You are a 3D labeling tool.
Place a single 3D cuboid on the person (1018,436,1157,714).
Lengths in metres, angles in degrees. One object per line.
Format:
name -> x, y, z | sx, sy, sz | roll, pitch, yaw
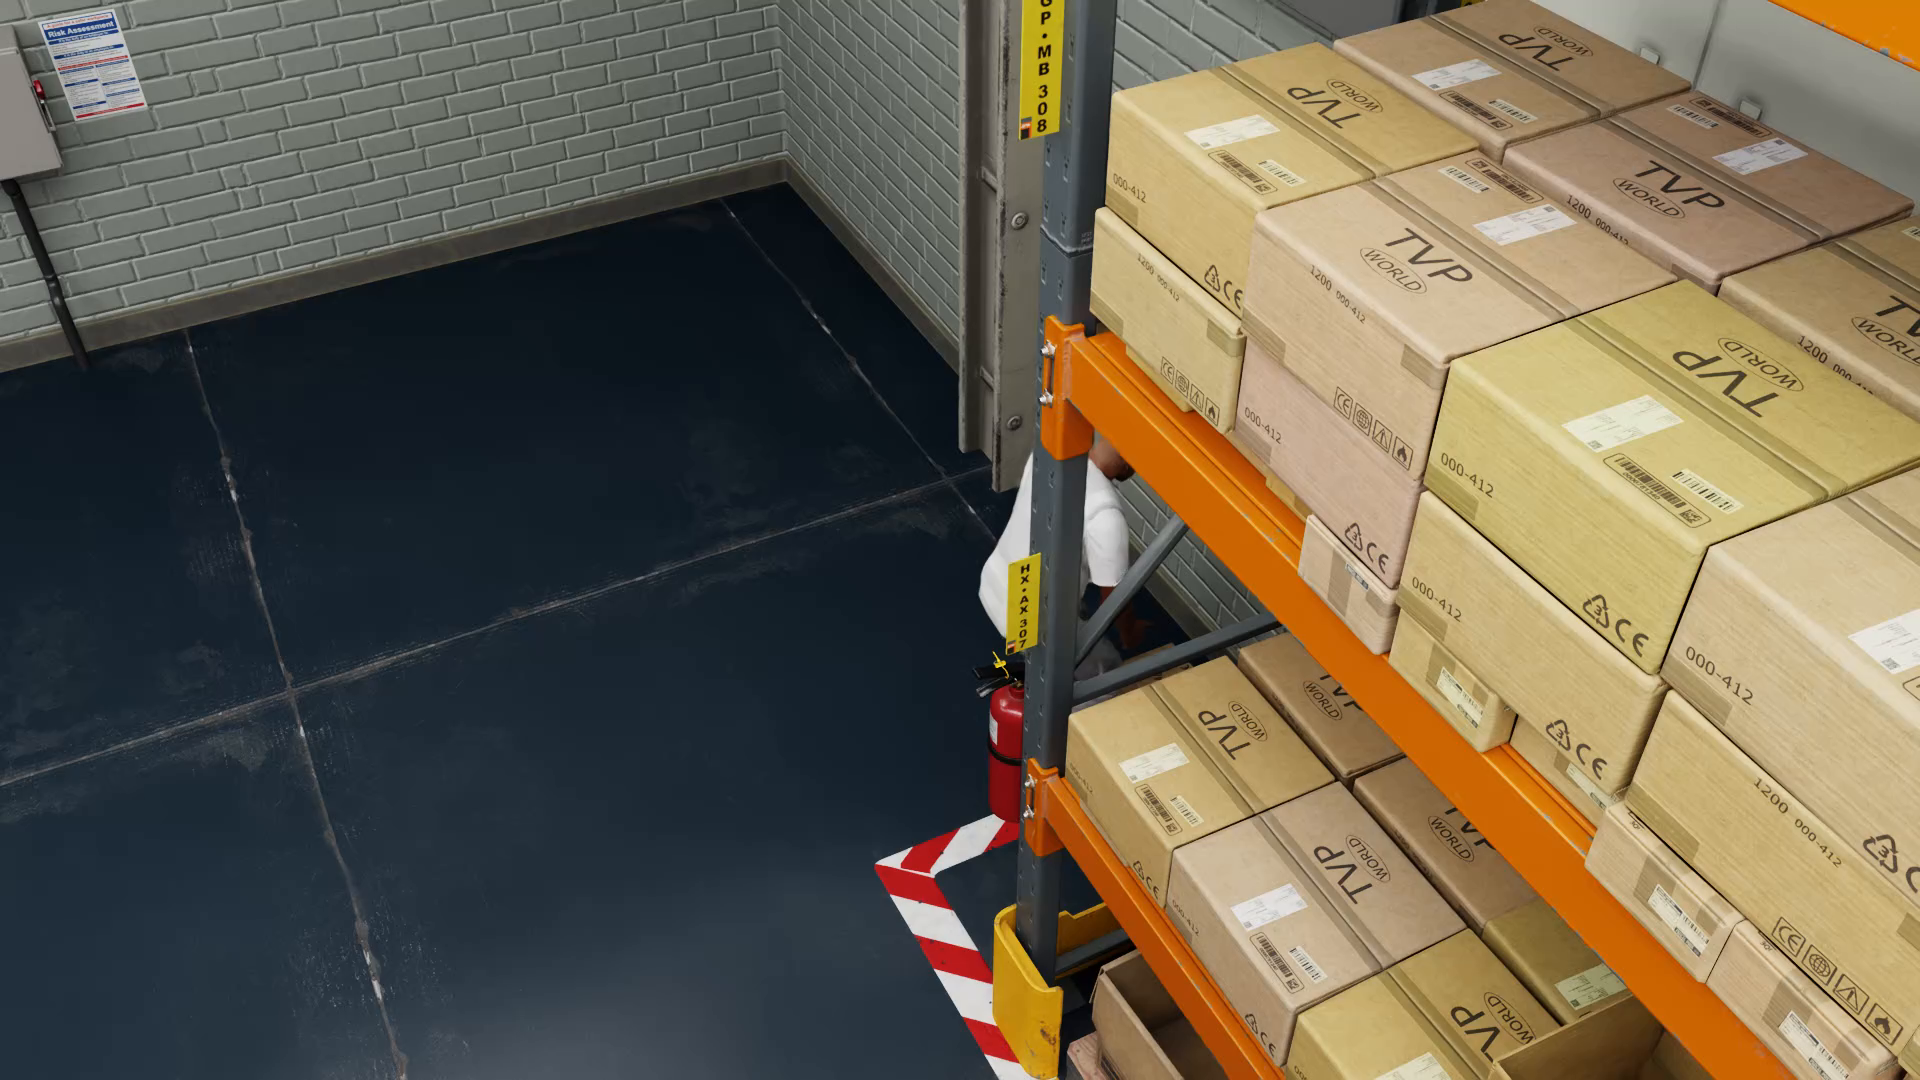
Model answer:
person -> 0.400, 0.172, 6.091 | 0.609, 1.448, 0.624 | -13, 43, -14
